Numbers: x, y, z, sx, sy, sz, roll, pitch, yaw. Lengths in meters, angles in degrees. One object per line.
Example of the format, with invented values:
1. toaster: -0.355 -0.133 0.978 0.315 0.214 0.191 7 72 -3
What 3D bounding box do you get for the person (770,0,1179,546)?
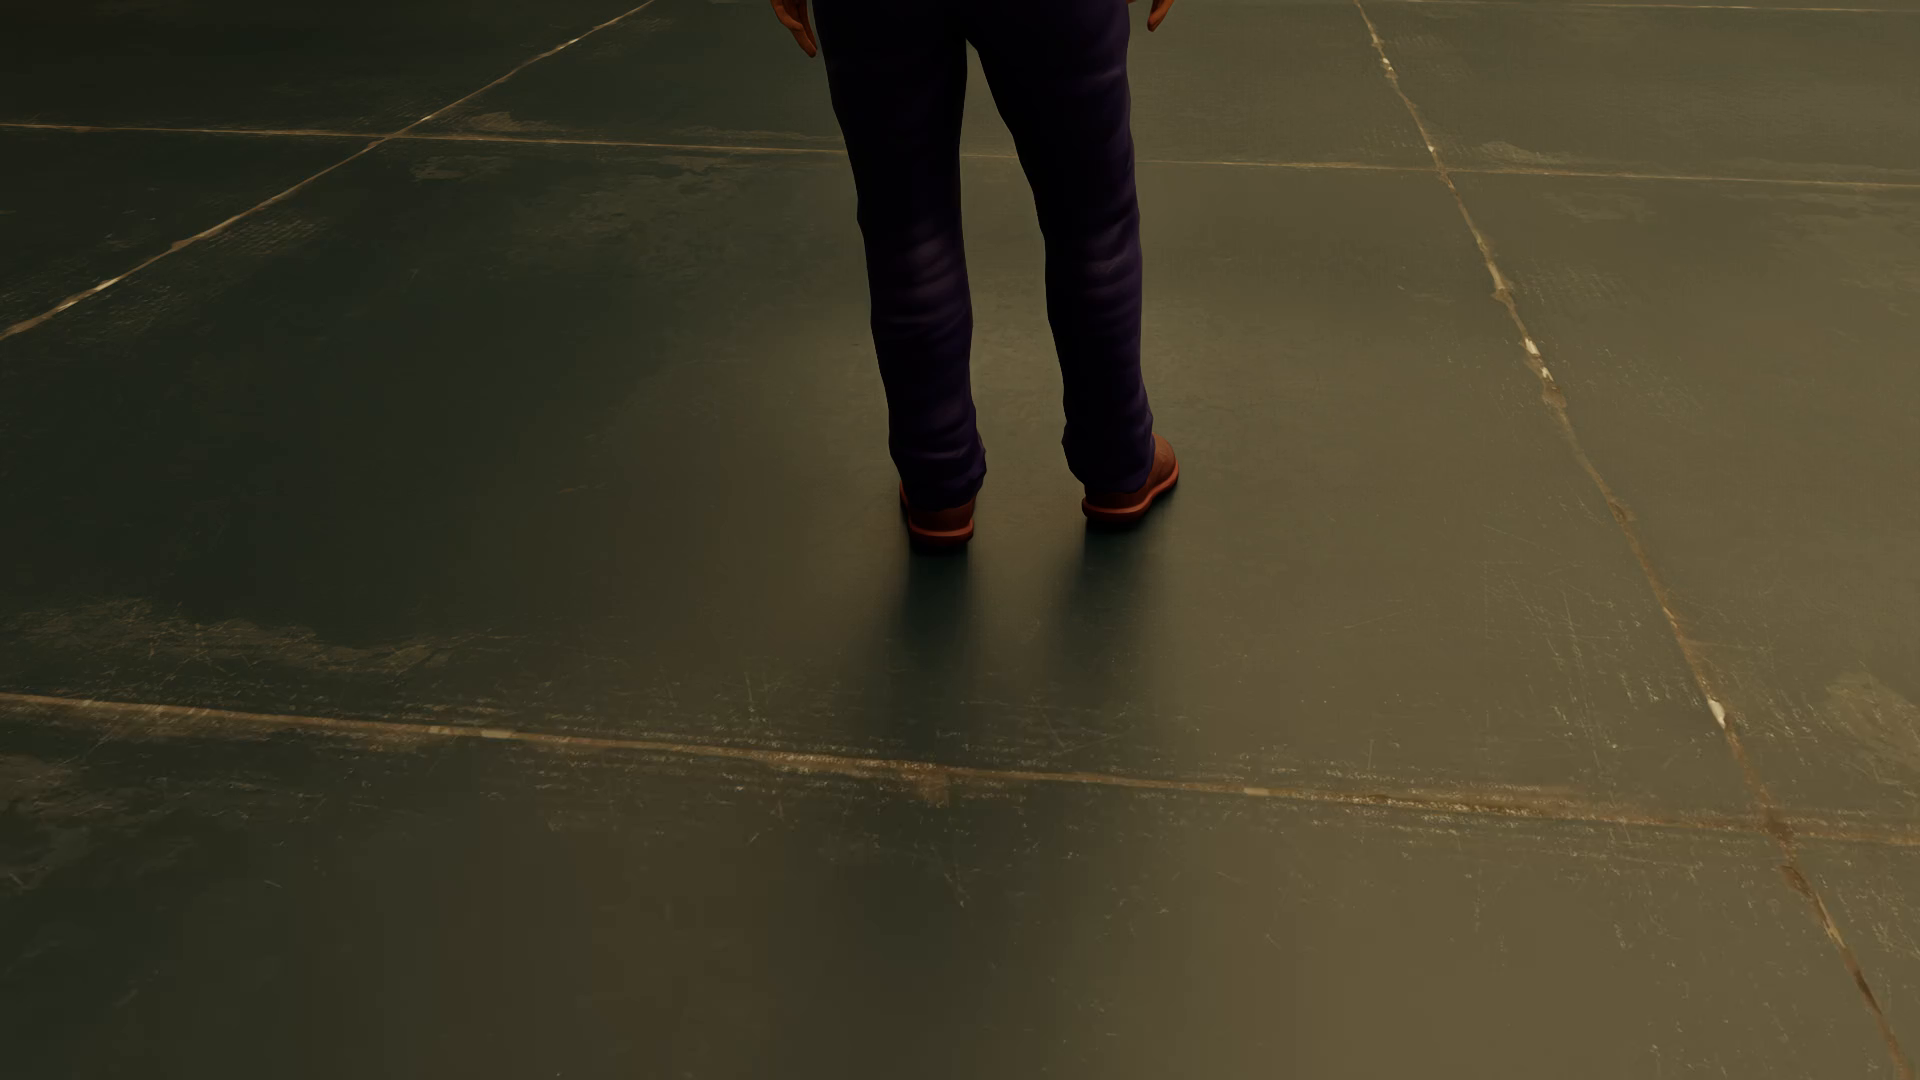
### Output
1. person: 0.035 -0.782 2.206 0.598 1.651 0.502 3 27 7
